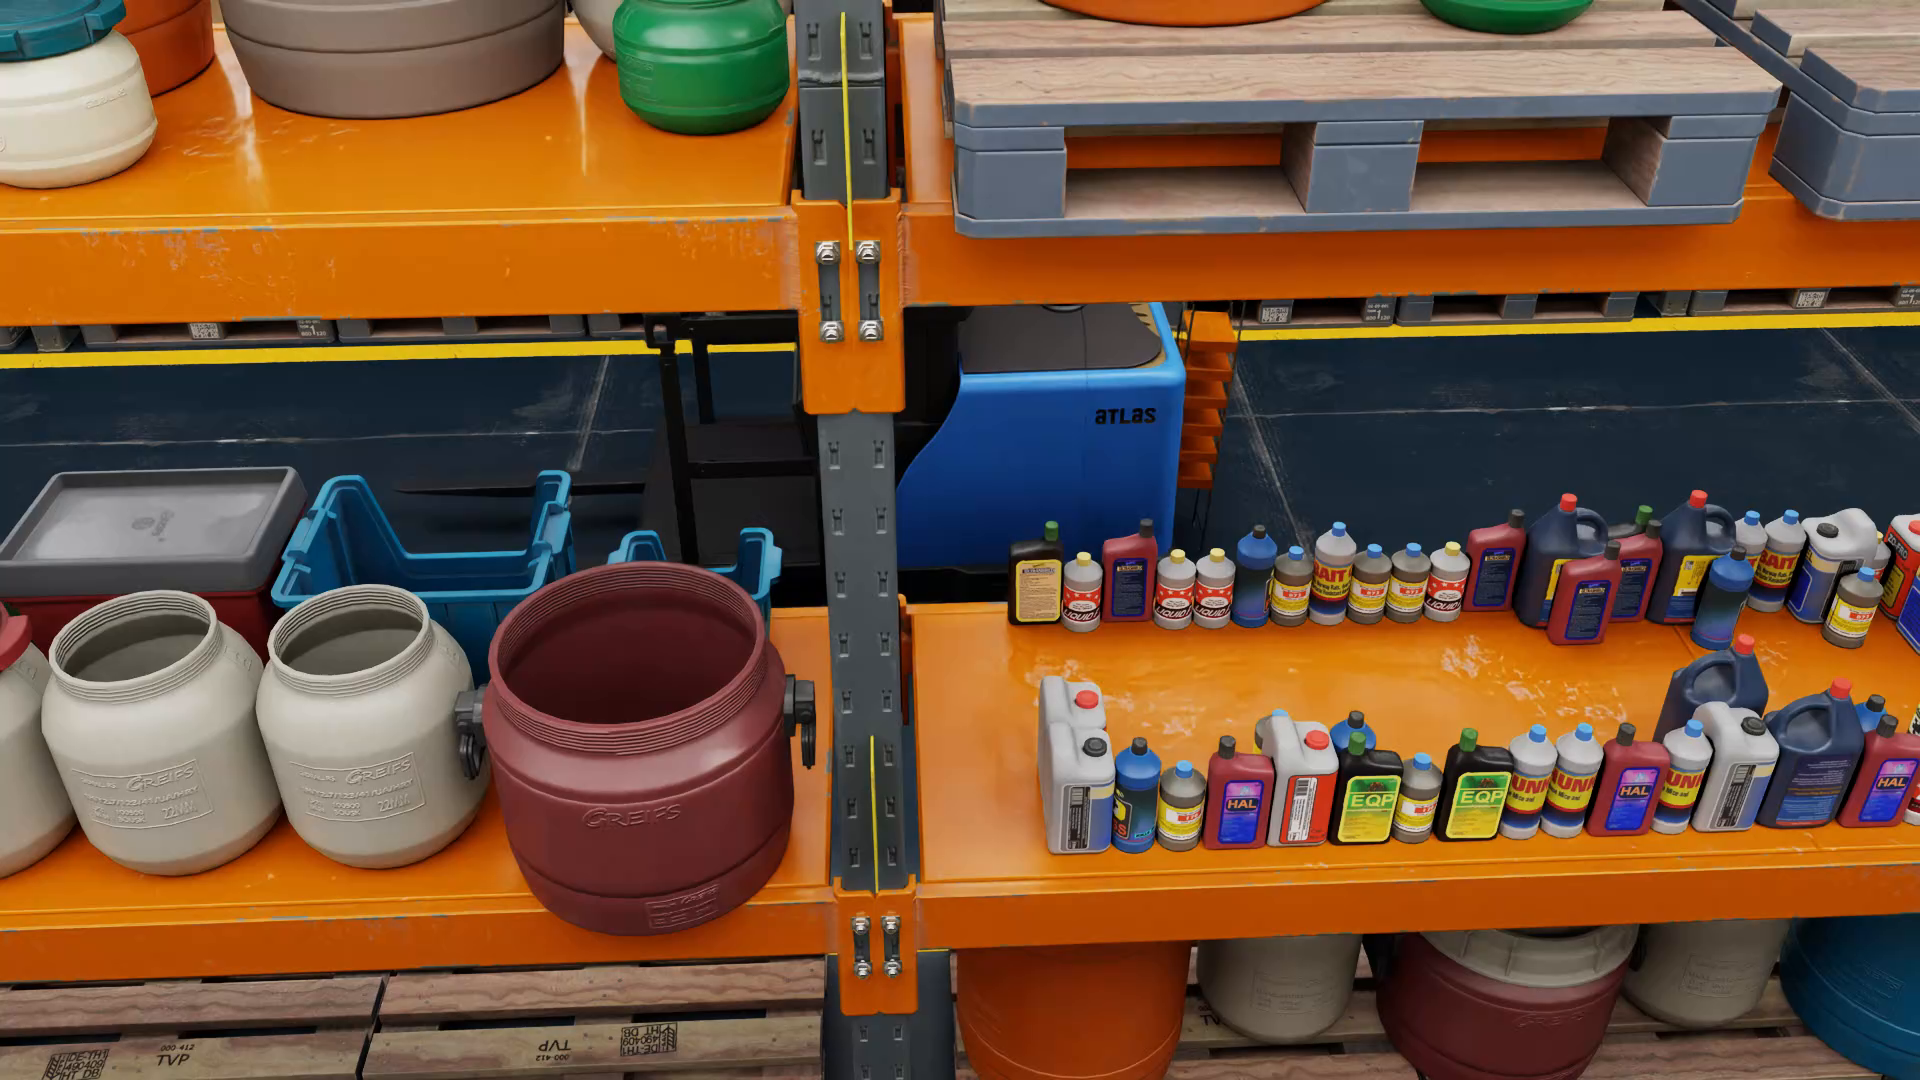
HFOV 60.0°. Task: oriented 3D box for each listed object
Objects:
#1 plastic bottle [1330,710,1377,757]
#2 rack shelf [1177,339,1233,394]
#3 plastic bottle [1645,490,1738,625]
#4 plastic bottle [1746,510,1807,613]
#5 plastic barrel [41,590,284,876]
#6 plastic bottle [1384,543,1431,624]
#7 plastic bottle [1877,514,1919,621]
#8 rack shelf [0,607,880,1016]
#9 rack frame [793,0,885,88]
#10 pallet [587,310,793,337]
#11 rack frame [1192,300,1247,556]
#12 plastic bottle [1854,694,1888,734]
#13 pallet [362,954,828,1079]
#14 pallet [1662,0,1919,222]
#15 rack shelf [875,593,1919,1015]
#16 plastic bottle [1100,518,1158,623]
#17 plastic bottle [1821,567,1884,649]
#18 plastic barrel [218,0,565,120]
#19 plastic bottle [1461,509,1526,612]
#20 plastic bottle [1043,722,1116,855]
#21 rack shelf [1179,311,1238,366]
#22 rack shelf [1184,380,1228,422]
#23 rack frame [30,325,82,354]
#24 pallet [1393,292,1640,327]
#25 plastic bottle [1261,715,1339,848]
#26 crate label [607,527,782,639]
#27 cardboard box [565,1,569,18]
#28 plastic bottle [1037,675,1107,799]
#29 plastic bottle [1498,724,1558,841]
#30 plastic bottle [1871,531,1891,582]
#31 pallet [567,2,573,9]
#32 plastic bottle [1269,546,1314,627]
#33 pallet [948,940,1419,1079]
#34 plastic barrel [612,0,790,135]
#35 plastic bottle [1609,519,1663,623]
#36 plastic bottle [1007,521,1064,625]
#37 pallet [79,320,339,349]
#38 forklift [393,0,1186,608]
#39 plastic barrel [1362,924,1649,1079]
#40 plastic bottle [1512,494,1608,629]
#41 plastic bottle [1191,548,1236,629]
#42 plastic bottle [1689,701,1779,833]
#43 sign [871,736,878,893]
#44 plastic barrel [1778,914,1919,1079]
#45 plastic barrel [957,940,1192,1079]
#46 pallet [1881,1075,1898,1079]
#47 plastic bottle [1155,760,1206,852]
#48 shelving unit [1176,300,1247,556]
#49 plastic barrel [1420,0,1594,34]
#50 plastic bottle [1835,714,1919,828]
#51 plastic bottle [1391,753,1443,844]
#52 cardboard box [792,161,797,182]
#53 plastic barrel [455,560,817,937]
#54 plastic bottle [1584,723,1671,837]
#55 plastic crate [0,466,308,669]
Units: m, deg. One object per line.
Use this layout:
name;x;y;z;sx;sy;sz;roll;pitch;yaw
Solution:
plastic bottle;0.826;0.476;3.539;0.097;0.271;0.097;0;35;0
rack shelf;0.921;-0.663;6.302;0.180;0.103;0.258;3;35;-3
plastic bottle;1.807;0.033;4.110;0.185;0.351;0.144;-2;35;-2
plastic bottle;2.044;0.046;4.161;0.097;0.271;0.097;0;35;0
plastic barrel;-1.636;0.400;3.437;0.421;0.512;0.421;0;35;0
plastic bottle;1.116;0.099;4.145;0.097;0.201;0.097;0;35;0
plastic bottle;2.393;0.050;4.151;0.135;0.276;0.152;-2;35;-2
rack shelf;-2.195;0.636;3.828;4.000;0.370;1.077;-2;35;-2
rack frame;-0.198;-2.181;1.994;0.127;3.000;1.000;-2;35;-2
pallet;-1.252;-1.383;8.563;1.213;0.211;1.003;-2;35;-2
rack frame;1.000;-0.499;6.417;0.006;1.200;0.240;3;35;-3
plastic bottle;1.934;0.446;3.582;0.097;0.271;0.097;0;35;0
pallet;-0.973;1.431;4.496;1.213;0.211;1.003;-2;35;-2
pallet;1.887;-0.869;2.900;1.213;0.211;1.003;-2;35;-2
rack shelf;1.800;0.528;3.984;4.000;0.370;1.077;-2;35;-2
plastic bottle;0.417;0.074;4.109;0.133;0.283;0.061;-2;35;-2
plastic bottle;2.186;0.157;4.061;0.097;0.201;0.097;0;35;0
plastic barrel;-1.028;-1.255;2.851;0.600;0.901;0.600;0;35;0
plastic bottle;1.328;0.050;4.145;0.133;0.283;0.061;-2;35;-2
plastic bottle;0.250;0.509;3.488;0.135;0.276;0.152;-2;35;-2
rack shelf;0.928;-0.762;6.234;0.180;0.103;0.258;3;35;-3
rack shelf;0.913;-0.565;6.370;0.180;0.103;0.258;3;35;-3
rack frame;-4.424;-2.422;7.614;0.127;3.000;1.000;-2;35;-2
pallet;2.757;-1.448;8.656;1.213;0.211;1.003;-2;35;-2
plastic bottle;0.712;0.497;3.506;0.135;0.276;0.152;-2;35;-2
crate label;-0.636;0.153;4.040;0.416;0.233;0.303;-2;35;-2
cardboard box;-2.104;-2.517;7.663;0.500;0.500;0.500;-3;35;-5
plastic bottle;0.243;0.423;3.613;0.135;0.276;0.152;-2;35;-2
plastic bottle;1.193;0.501;3.503;0.097;0.271;0.097;0;35;0
plastic bottle;2.276;0.068;4.190;0.097;0.201;0.097;0;35;0
pallet;-2.663;-4.148;12.558;1.213;0.211;1.003;-2;35;-2
plastic bottle;0.825;0.107;4.134;0.097;0.201;0.097;0;35;0
pallet;0.588;1.388;4.559;1.213;0.211;1.003;-2;35;-2
plastic barrel;-0.442;-0.848;2.840;0.294;0.245;0.294;0;35;0
plastic bottle;1.649;0.076;4.107;0.133;0.283;0.061;-2;35;-2
plastic bottle;0.186;0.080;4.100;0.133;0.283;0.061;-2;35;-2
pallet;-3.690;-1.318;8.468;1.213;0.211;1.003;-2;35;-2
forklift;-0.740;-1.122;5.795;3.031;2.935;1.130;-2;35;-3
plastic barrel;1.418;1.051;4.345;0.708;0.588;0.600;-2;35;-2
plastic bottle;1.489;0.041;4.098;0.185;0.351;0.144;-2;35;-2
plastic bottle;0.630;0.113;4.126;0.097;0.201;0.097;0;35;0
plastic bottle;1.635;0.472;3.542;0.135;0.276;0.152;-2;35;-2
sign;-0.164;0.531;3.203;0.005;0.325;0.100;-2;35;-2
plastic barrel;2.546;0.892;4.300;0.708;0.901;0.600;-2;35;-2
plastic barrel;0.290;0.983;4.232;0.708;0.830;0.600;-2;35;-2
pallet;3.025;1.322;4.654;1.213;0.211;1.003;-2;35;-2
plastic bottle;0.464;0.549;3.495;0.097;0.201;0.097;0;35;0
shelving unit;0.908;-0.503;6.413;0.189;1.200;0.258;3;35;-3
plastic barrel;0.872;-0.954;2.625;0.294;0.245;0.294;0;35;0
plastic bottle;1.956;0.486;3.514;0.133;0.283;0.061;-2;35;-2
plastic bottle;0.963;0.536;3.514;0.097;0.201;0.097;0;35;0
cardboard box;-0.940;-1.648;8.050;0.500;0.311;0.500;-1;35;-1
plastic barrel;-0.647;0.415;3.395;0.708;0.536;0.600;-2;35;-2
plastic bottle;1.406;0.501;3.493;0.133;0.283;0.061;-2;35;-2
plastic crate;-1.826;0.129;3.871;0.583;0.464;0.402;-2;35;-2
